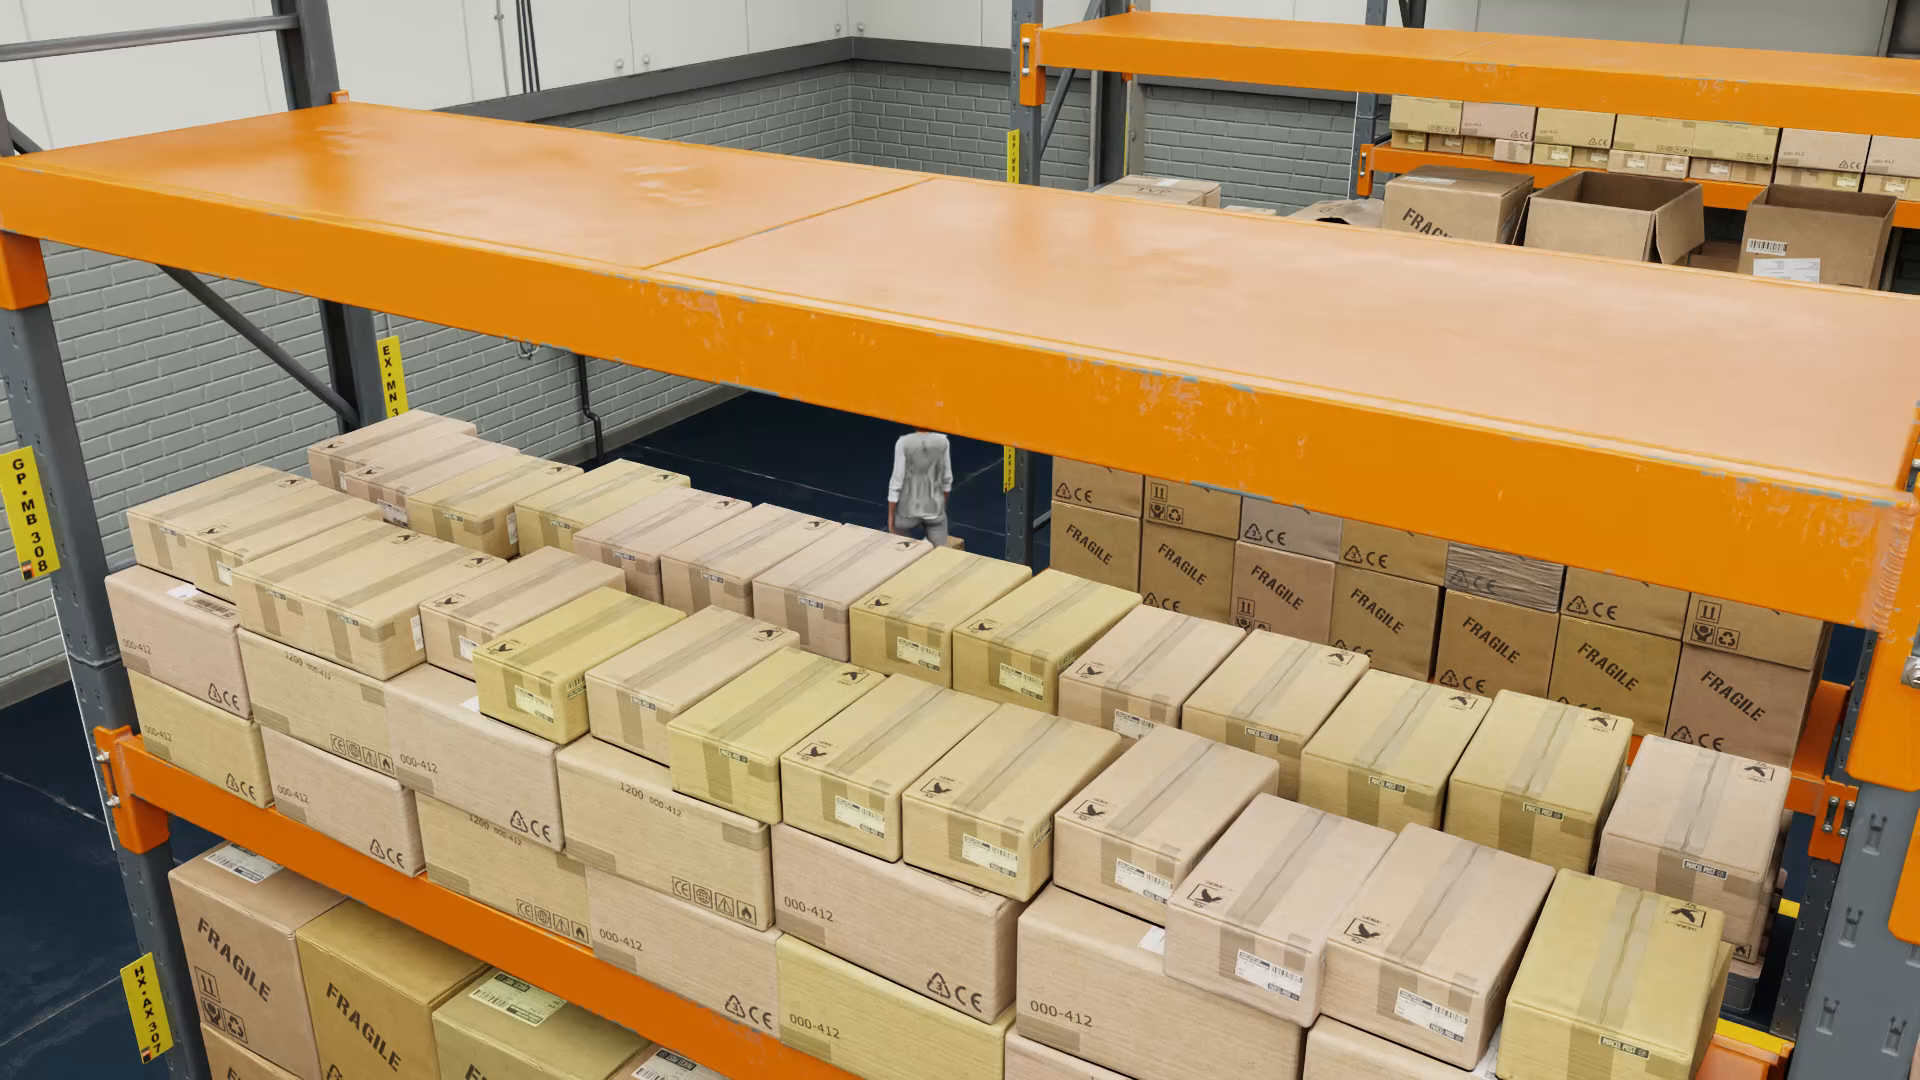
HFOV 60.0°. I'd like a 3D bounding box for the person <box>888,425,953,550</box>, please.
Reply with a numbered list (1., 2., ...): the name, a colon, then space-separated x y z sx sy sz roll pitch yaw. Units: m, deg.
1. person: -0.284 -0.181 10.959 0.492 1.577 0.633 -6 24 -13
